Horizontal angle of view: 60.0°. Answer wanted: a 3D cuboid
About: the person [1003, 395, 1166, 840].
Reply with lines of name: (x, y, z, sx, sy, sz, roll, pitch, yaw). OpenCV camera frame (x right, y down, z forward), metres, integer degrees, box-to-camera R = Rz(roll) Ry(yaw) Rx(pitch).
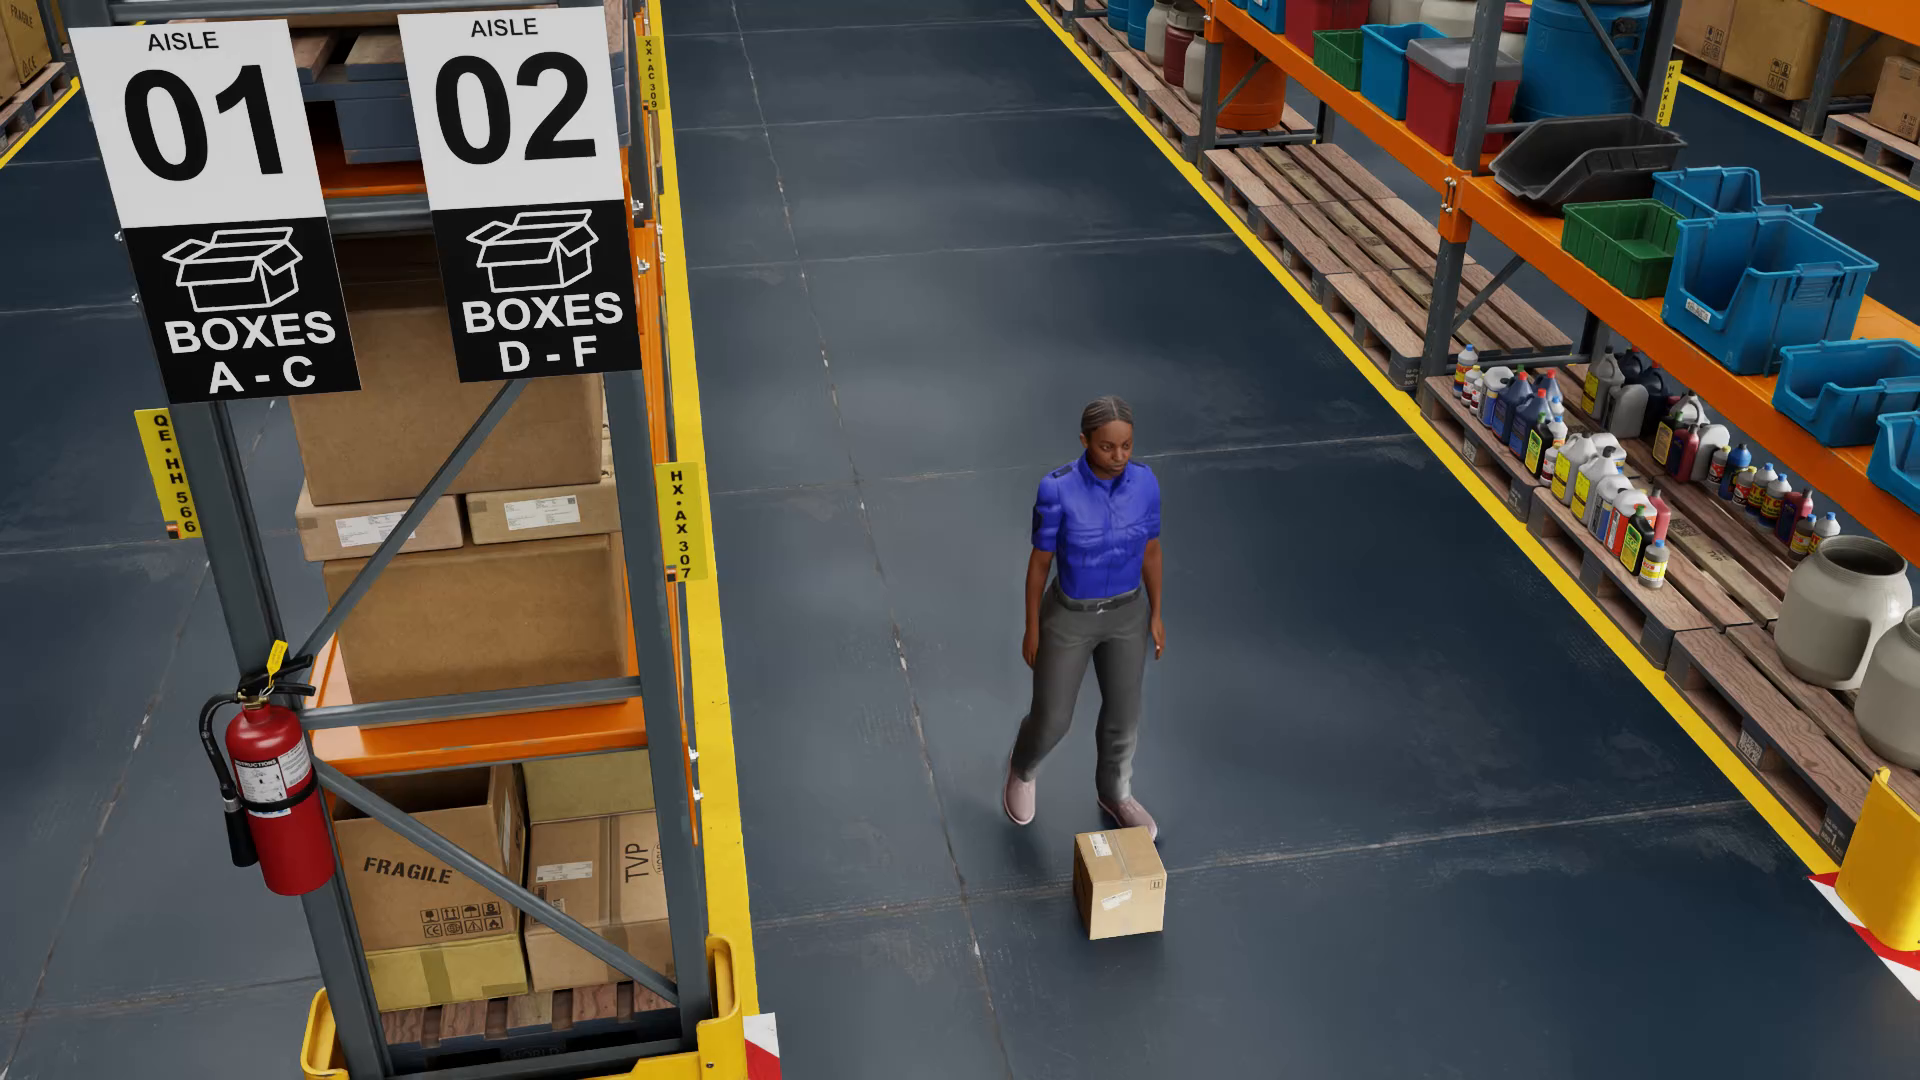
person: (0.436, 0.280, 5.627, 0.542, 1.663, 0.484, -11, 33, -18)
